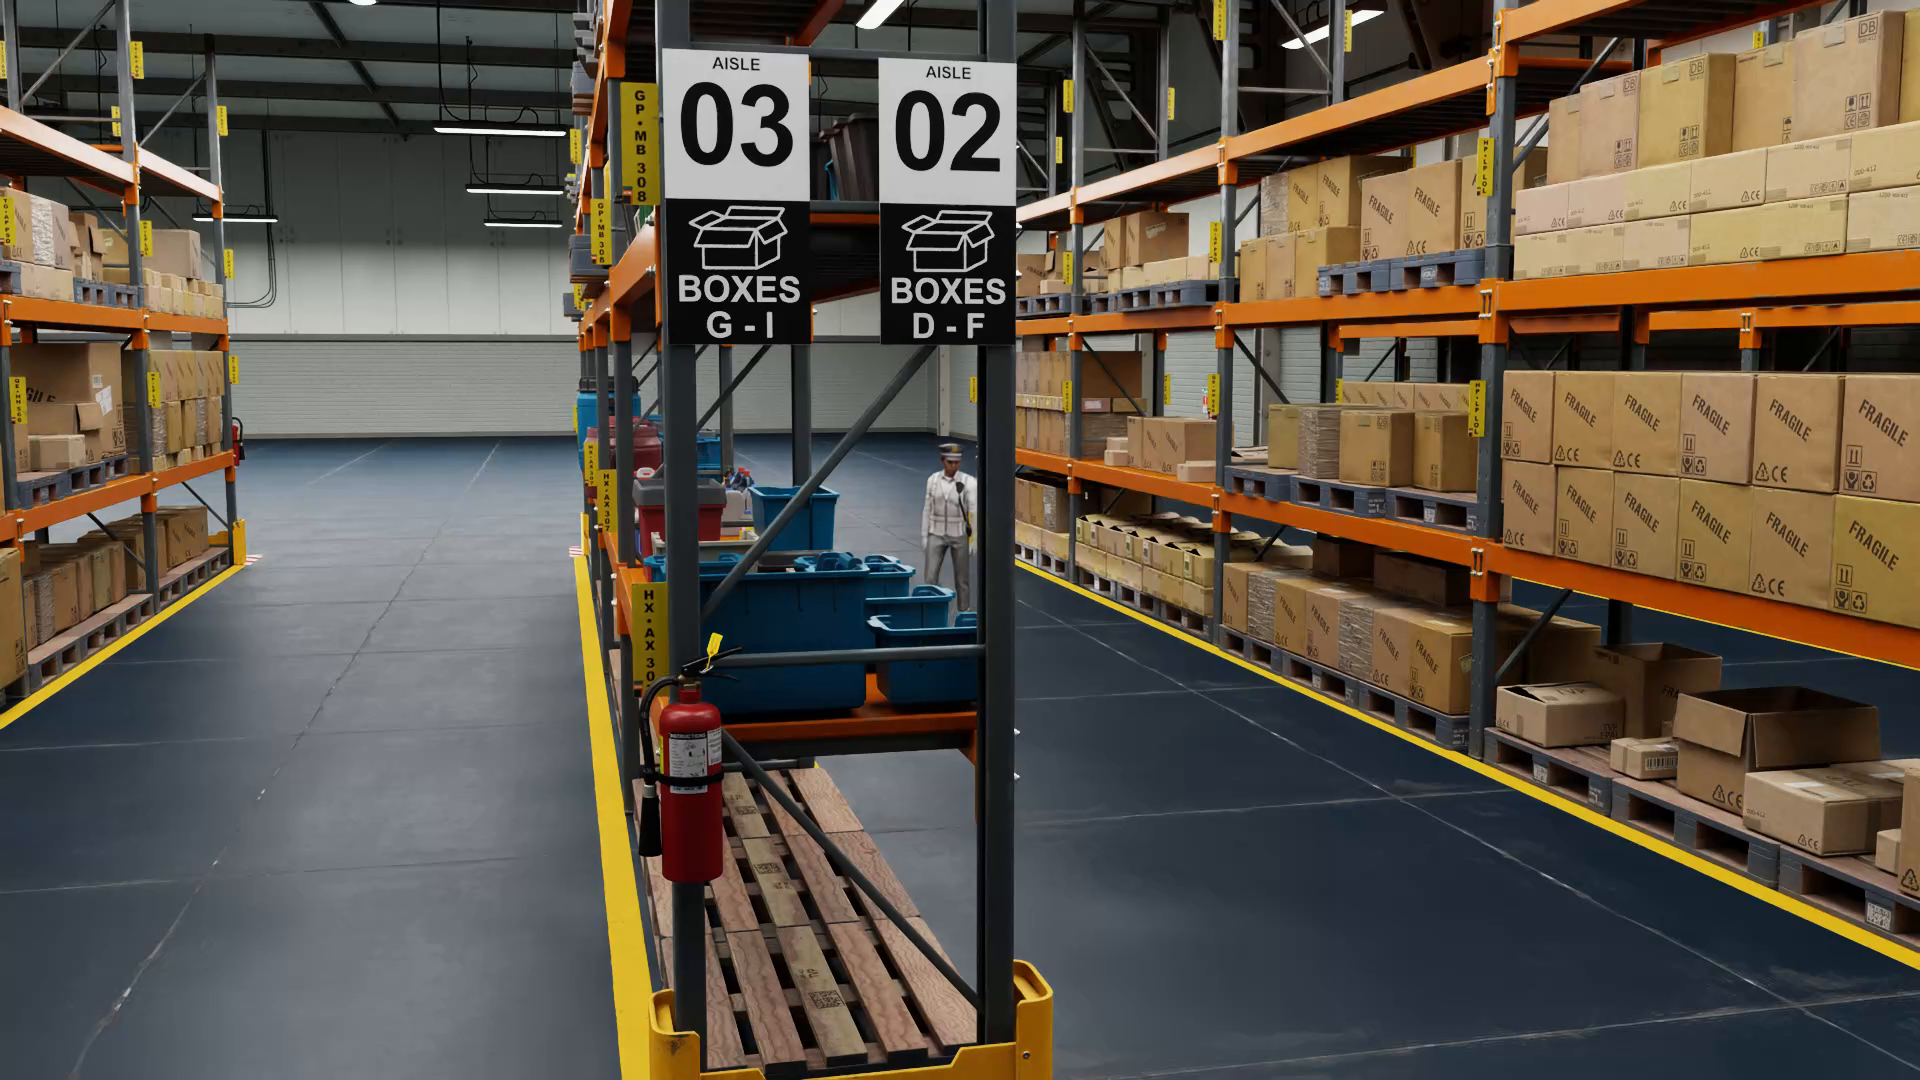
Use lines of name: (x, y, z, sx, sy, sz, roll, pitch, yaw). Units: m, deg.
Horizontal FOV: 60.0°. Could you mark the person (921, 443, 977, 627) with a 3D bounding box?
person: (-0.100, -0.008, 14.225, 0.567, 1.647, 0.766, 1, 6, 11)
